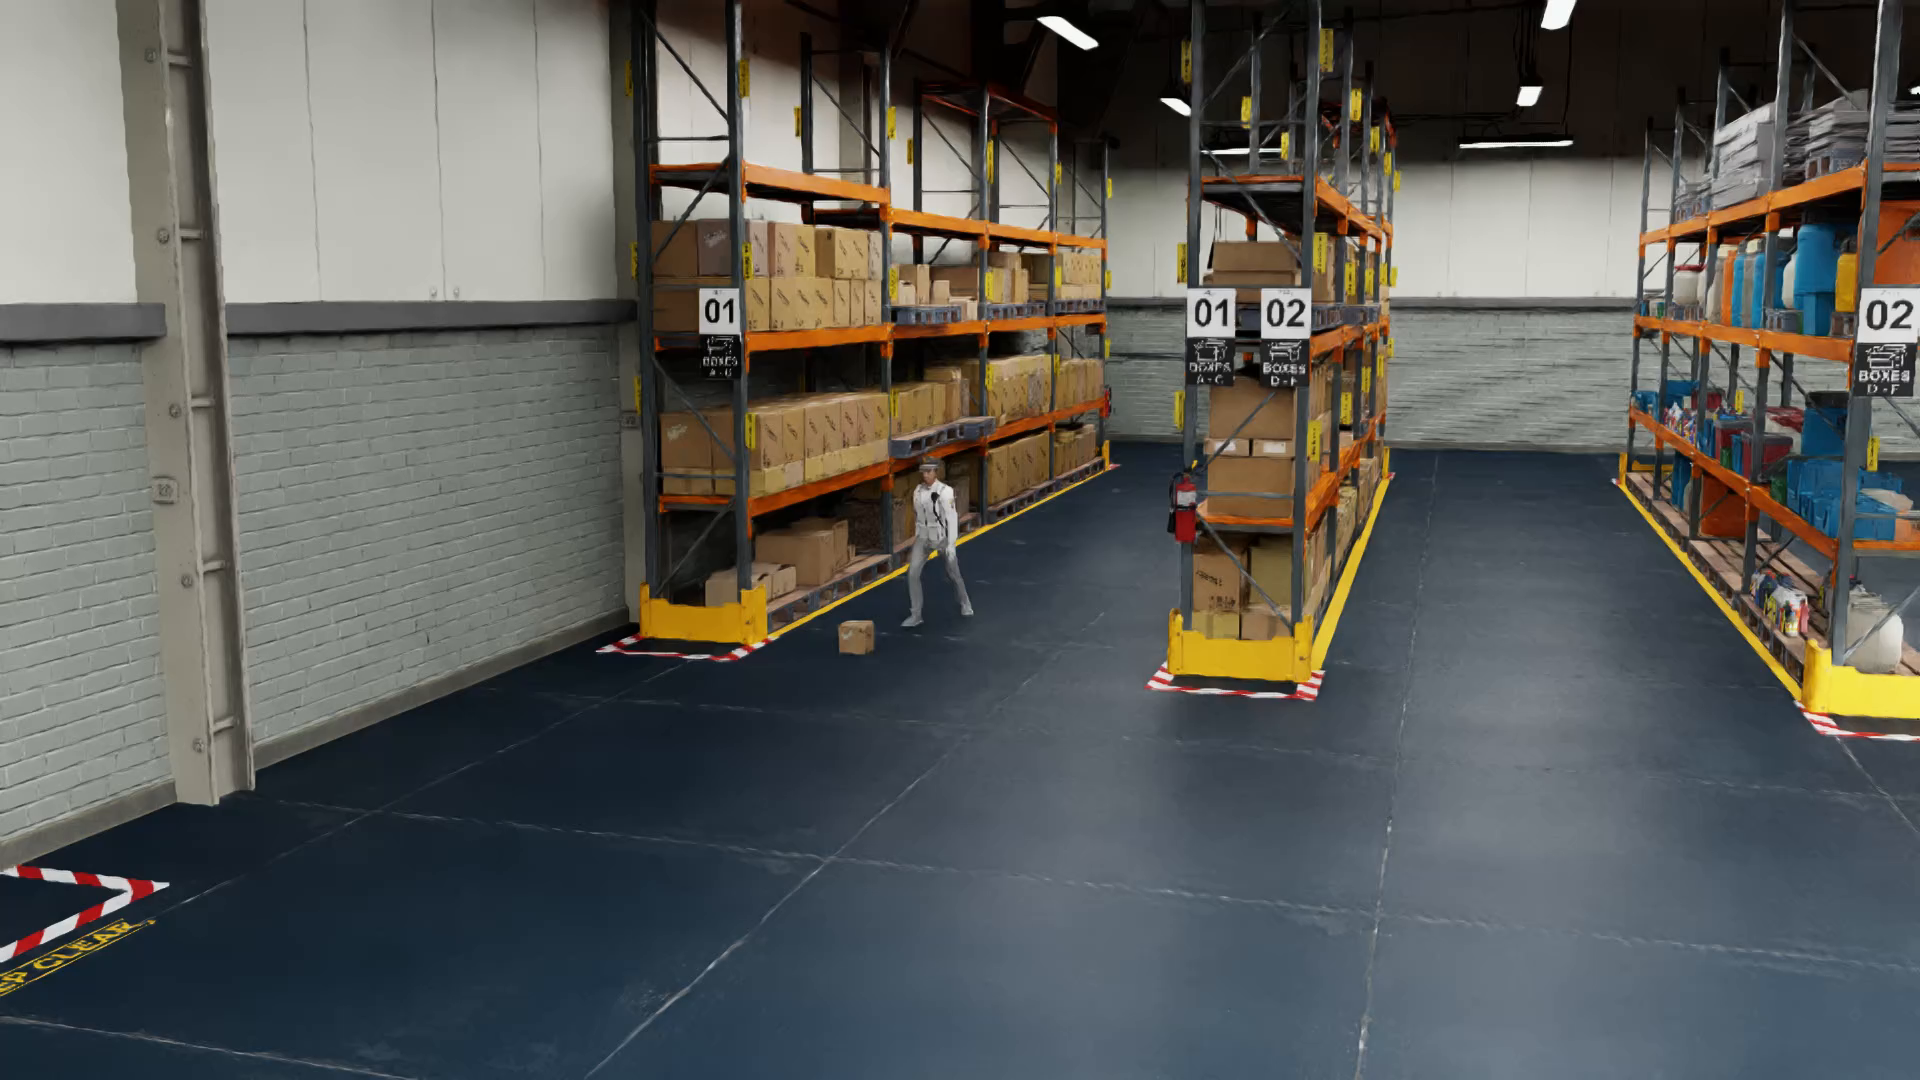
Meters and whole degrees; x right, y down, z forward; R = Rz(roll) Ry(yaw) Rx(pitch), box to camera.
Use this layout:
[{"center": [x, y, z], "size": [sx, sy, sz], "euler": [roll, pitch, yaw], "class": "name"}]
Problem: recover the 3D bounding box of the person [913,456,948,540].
[{"center": [-0.249, -0.405, 15.866], "size": [0.367, 0.814, 0.358], "euler": [4, 9, 27], "class": "person"}]
